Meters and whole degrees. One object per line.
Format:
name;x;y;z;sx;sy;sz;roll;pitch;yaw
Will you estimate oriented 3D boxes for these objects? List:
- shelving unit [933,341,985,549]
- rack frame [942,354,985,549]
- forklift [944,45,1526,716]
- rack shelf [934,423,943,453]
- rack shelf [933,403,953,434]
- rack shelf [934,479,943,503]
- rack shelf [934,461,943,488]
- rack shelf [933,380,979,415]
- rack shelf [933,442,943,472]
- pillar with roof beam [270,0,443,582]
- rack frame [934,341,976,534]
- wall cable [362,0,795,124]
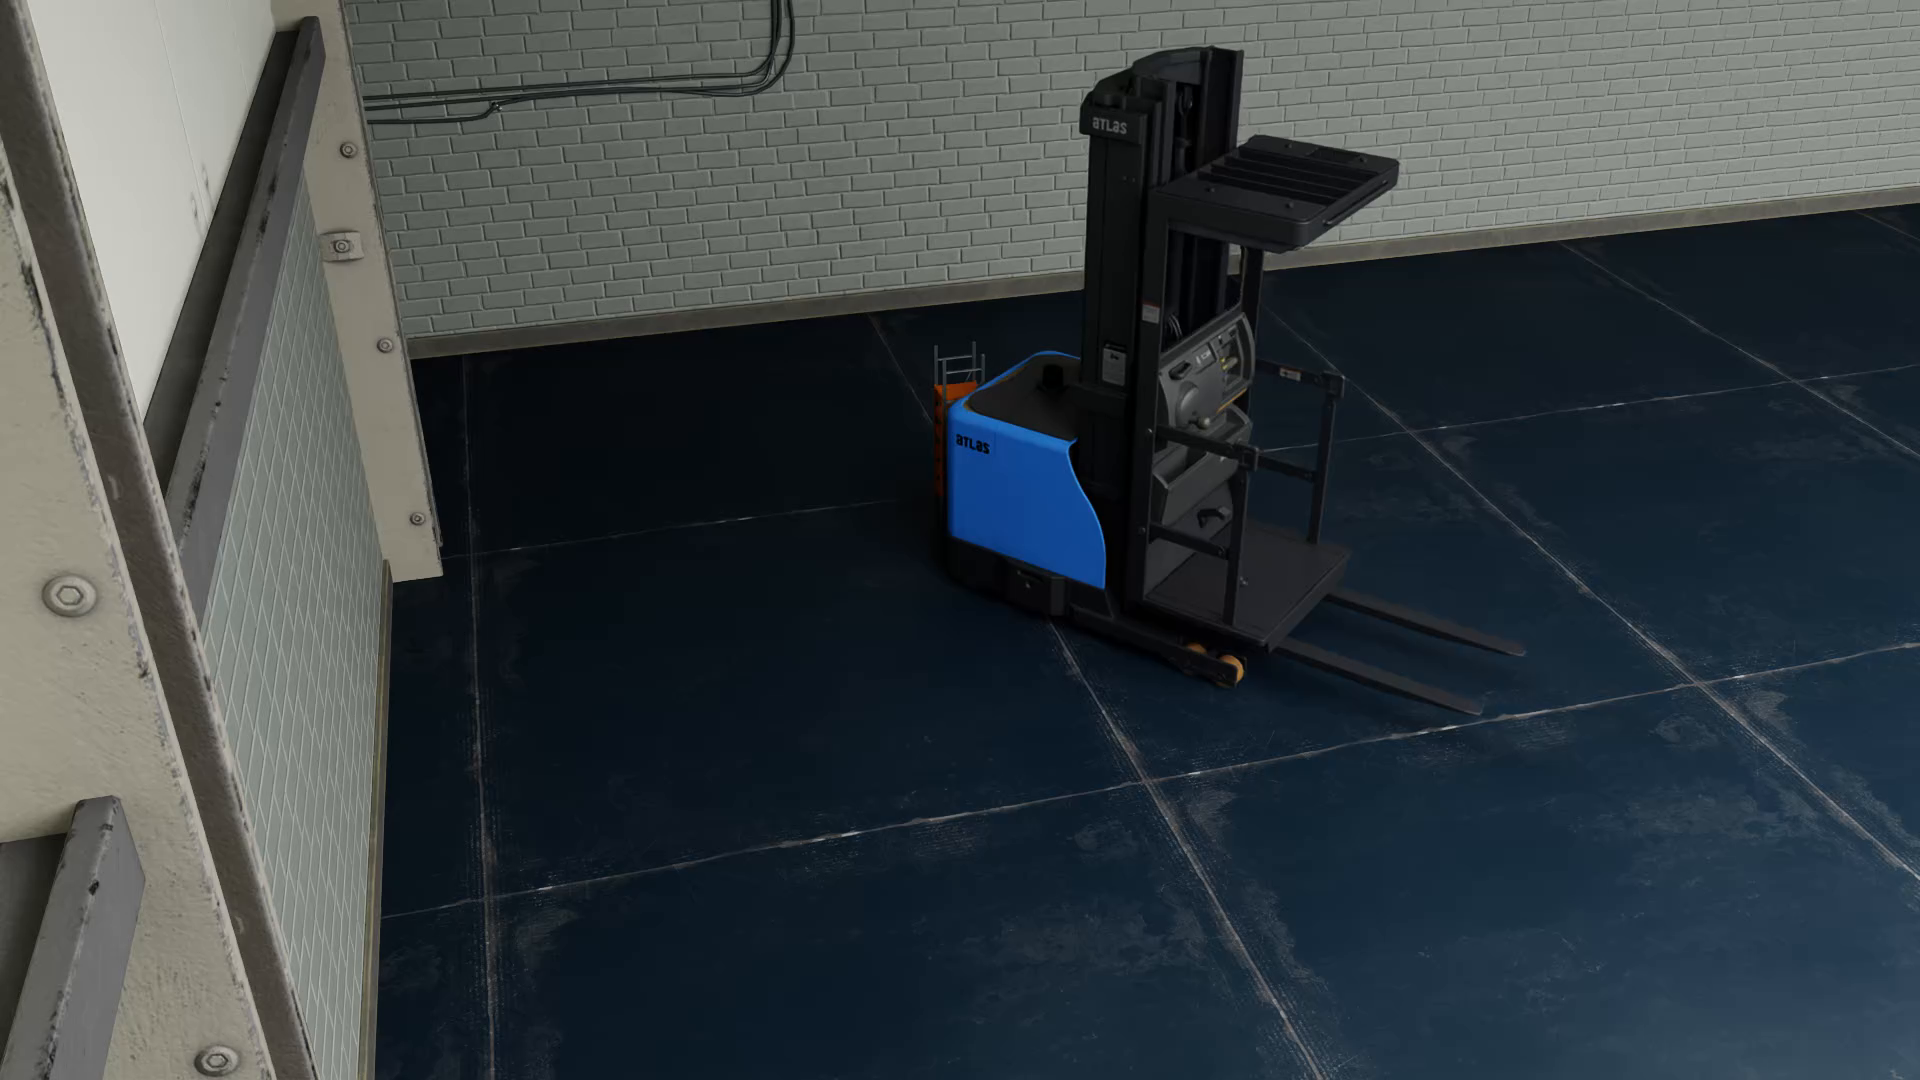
shelving unit;-0.004;-0.526;9.462;0.258;1.200;0.189;-8;31;-13
rack frame;0.020;-0.482;9.385;0.240;1.200;0.006;-8;31;-13
forklift;1.413;-0.819;8.240;3.031;2.935;1.130;19;35;30
rack shelf;-0.004;-0.592;9.424;0.258;0.103;0.180;-8;31;-13
rack shelf;-0.004;-0.696;9.364;0.258;0.103;0.180;-8;31;-13
rack shelf;-0.004;-0.280;9.604;0.258;0.103;0.180;-8;31;-13
rack shelf;-0.004;-0.384;9.544;0.258;0.103;0.180;-8;31;-13
rack shelf;-0.004;-0.799;9.303;0.258;0.103;0.180;-8;31;-13
rack shelf;-0.004;-0.488;9.484;0.258;0.103;0.180;-8;31;-13
pillar with roof beam;1.026;-4.341;8.266;9.100;9.000;0.400;-8;31;-13
rack frame;-0.028;-0.570;9.538;0.240;1.200;0.006;-8;31;-13
wall cable;-2.632;-4.023;10.817;3.097;2.526;0.112;-8;31;-13
